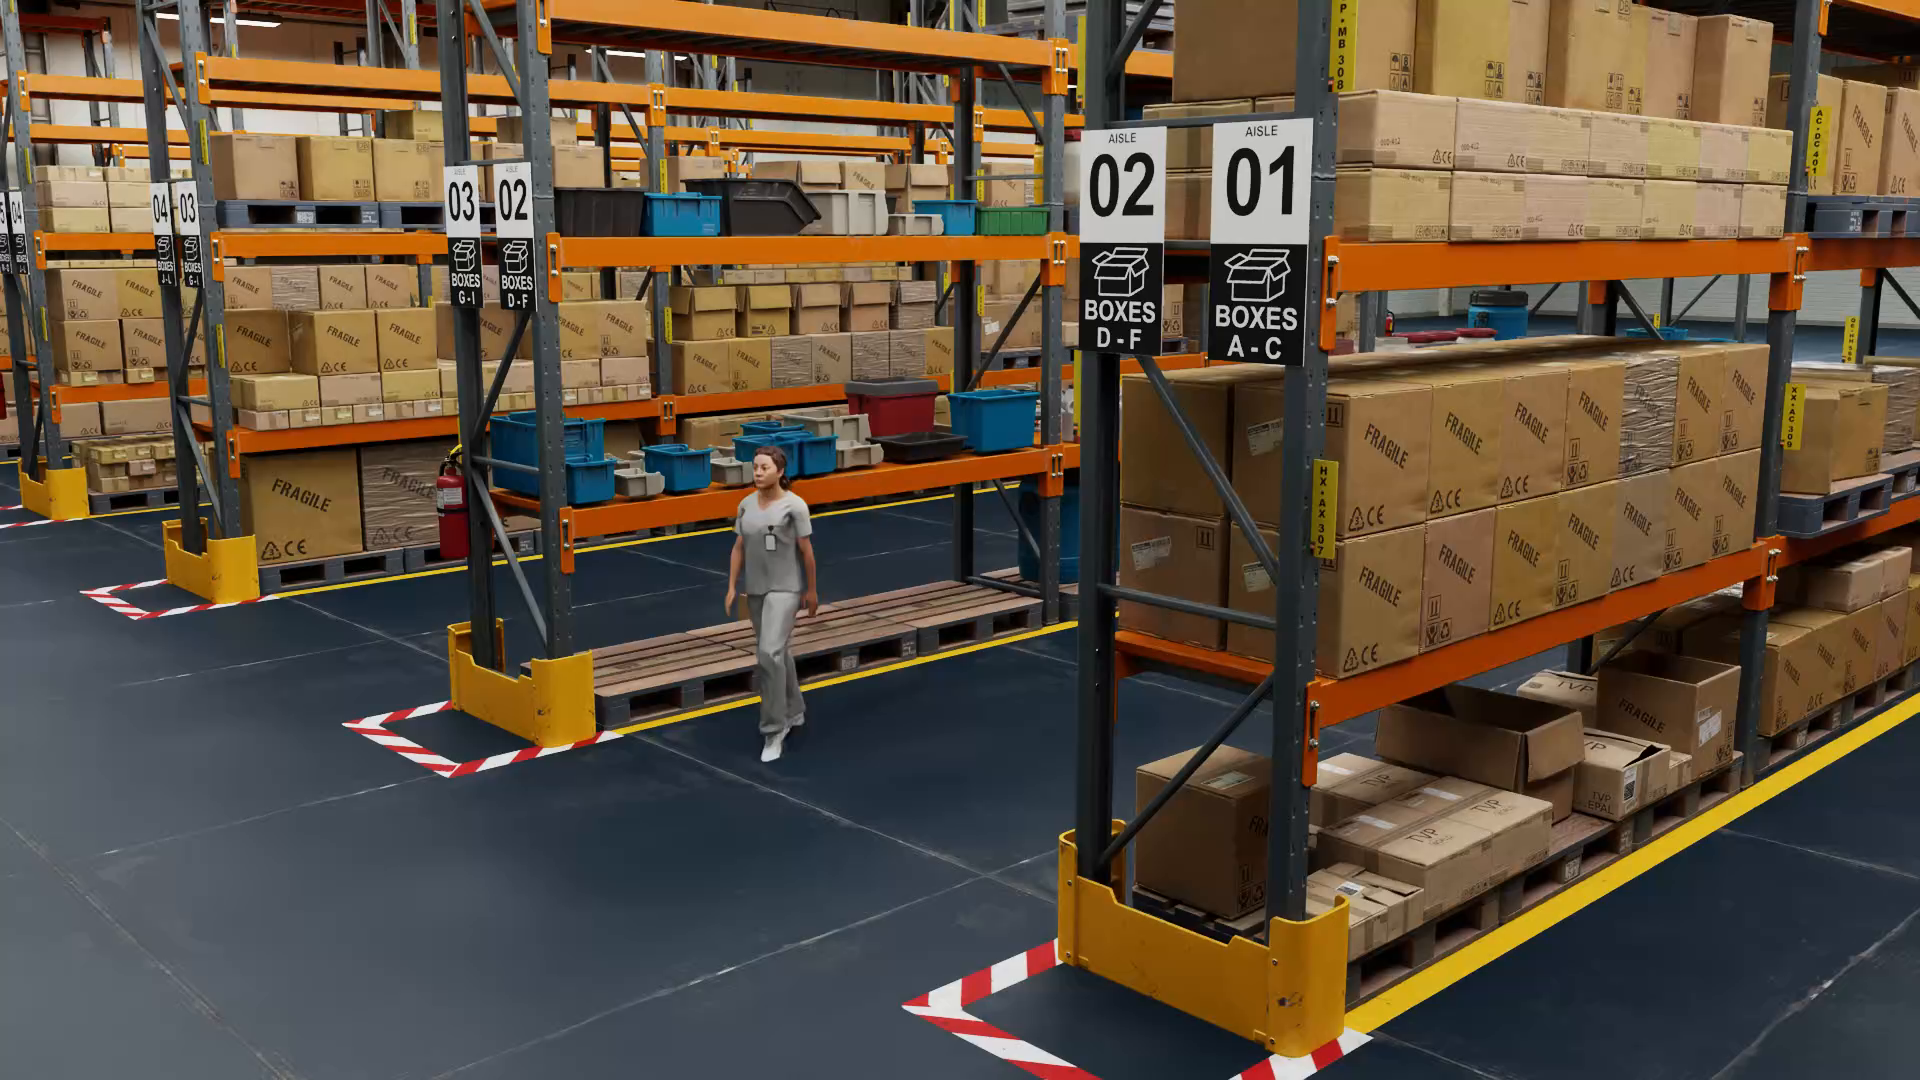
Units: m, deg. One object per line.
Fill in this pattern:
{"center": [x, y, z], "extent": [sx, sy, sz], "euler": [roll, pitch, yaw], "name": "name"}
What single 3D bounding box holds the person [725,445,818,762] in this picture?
{"center": [-1.067, 0.326, 9.238], "extent": [0.451, 1.710, 0.622], "euler": [6, 12, 28], "name": "person"}
